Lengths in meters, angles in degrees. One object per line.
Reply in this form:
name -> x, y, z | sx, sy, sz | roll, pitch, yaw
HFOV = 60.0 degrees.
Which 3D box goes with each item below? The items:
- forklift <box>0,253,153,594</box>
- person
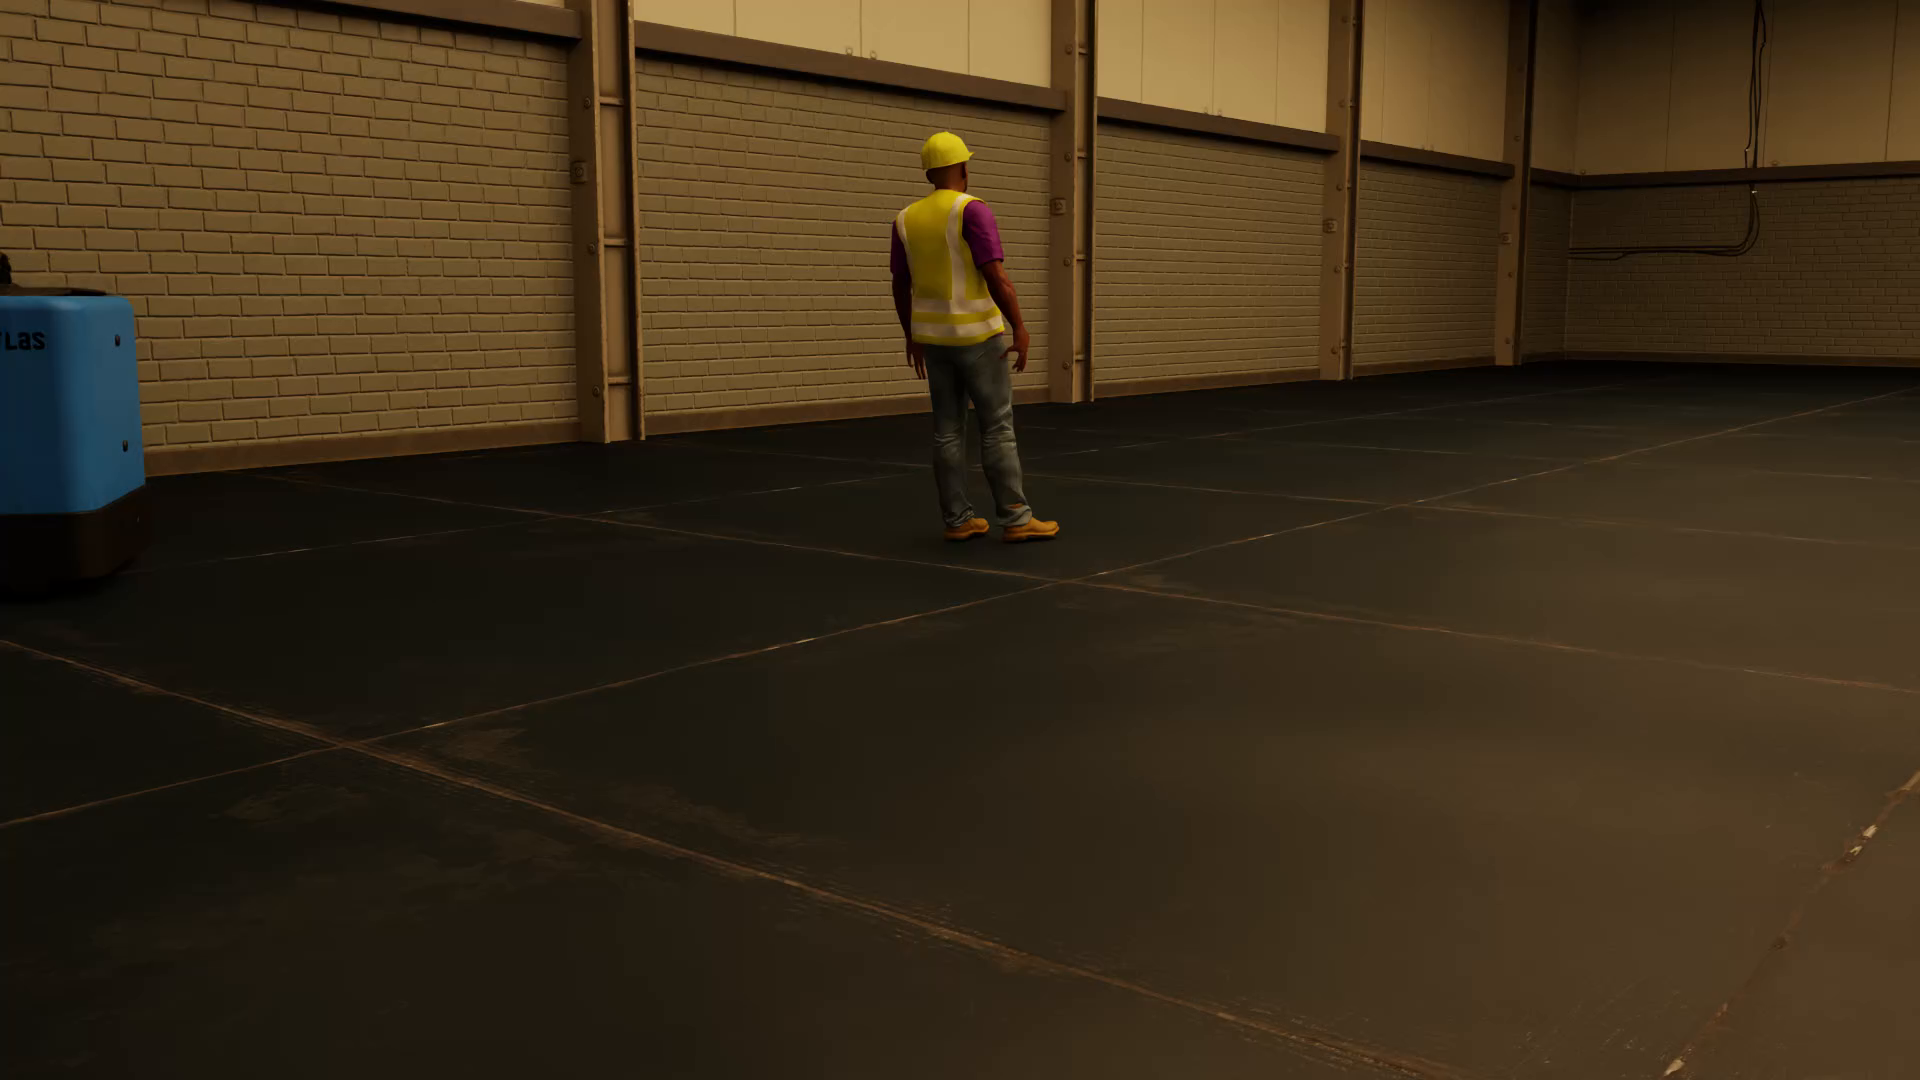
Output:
forklift -> -4.674, -1.254, 5.850 | 3.031, 2.935, 1.130 | -2, 9, -15
person -> 0.048, -0.888, 7.327 | 0.666, 1.768, 0.575 | 7, 11, 38
